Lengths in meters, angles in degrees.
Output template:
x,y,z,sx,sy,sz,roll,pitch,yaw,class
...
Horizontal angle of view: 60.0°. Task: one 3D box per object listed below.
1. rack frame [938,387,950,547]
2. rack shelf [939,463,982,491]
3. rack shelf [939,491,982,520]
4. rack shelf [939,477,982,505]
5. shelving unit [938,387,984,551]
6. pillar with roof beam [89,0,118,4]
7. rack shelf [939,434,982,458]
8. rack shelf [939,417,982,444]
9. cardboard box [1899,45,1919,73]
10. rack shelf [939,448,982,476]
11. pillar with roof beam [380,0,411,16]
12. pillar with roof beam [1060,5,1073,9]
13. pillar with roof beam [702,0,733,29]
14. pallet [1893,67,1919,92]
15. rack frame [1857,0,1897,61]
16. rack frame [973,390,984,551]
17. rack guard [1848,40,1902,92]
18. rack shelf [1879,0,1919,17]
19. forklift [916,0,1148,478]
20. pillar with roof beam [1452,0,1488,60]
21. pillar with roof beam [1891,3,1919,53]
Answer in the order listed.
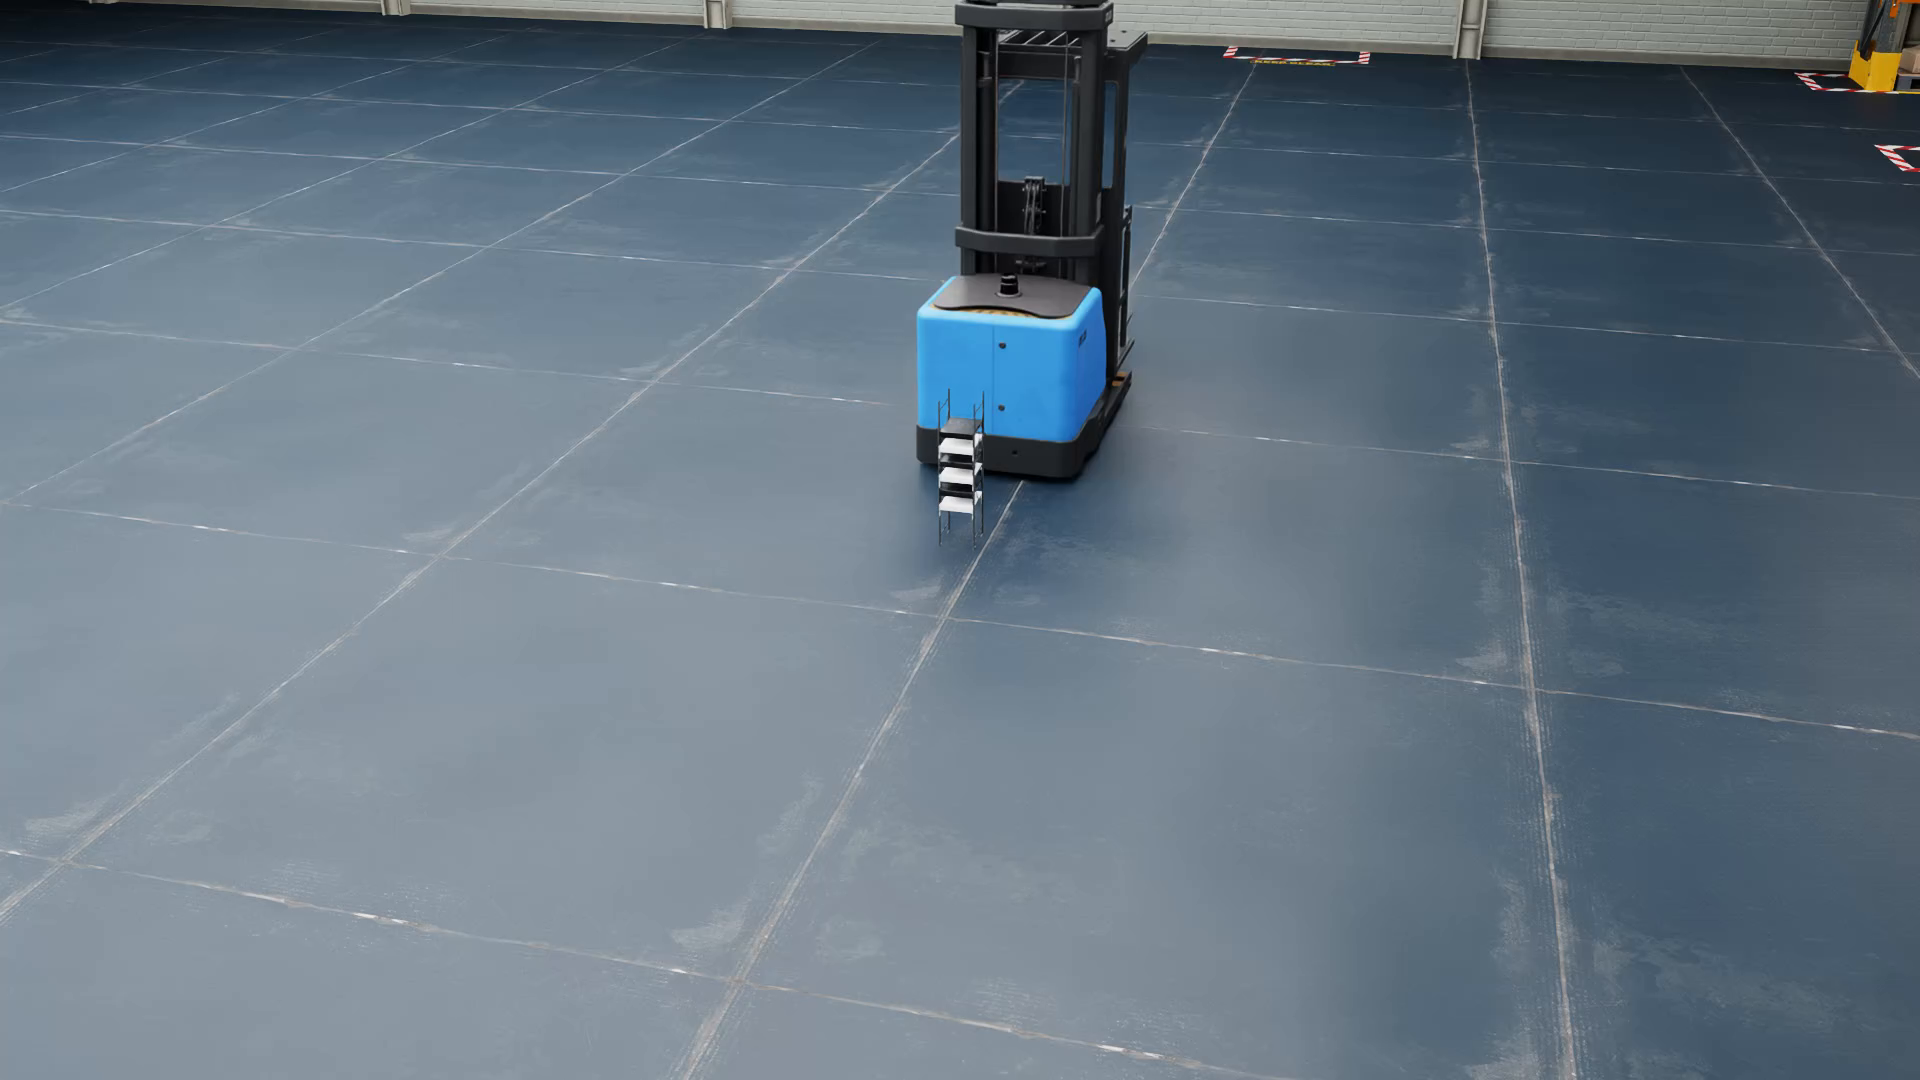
x,y,z,sx,sy,sz,roll,pitch,yaw,class
-0.091,-0.416,9.578,0.006,0.900,0.240,6,26,13,rack frame
0.008,-0.375,9.569,0.200,0.077,0.258,6,26,13,rack shelf
0.008,-0.213,9.646,0.200,0.077,0.258,6,26,13,rack shelf
0.008,-0.294,9.608,0.200,0.077,0.258,6,26,13,rack shelf
0.008,-0.405,9.555,0.210,0.900,0.258,6,26,13,shelving unit
-16.710,-12.092,24.680,0.400,9.000,9.100,6,26,13,pillar with roof beam
0.008,-0.538,9.492,0.200,0.077,0.258,6,26,13,rack shelf
0.008,-0.619,9.453,0.200,0.077,0.258,6,26,13,rack shelf
13.172,-6.552,22.638,0.500,0.311,0.500,3,26,7,cardboard box
0.008,-0.457,9.530,0.200,0.077,0.258,6,26,13,rack shelf
-10.899,-11.450,23.331,0.400,9.000,9.100,6,26,13,pillar with roof beam
0.723,-10.165,20.633,0.400,9.000,9.100,6,26,13,pillar with roof beam
-5.088,-10.807,21.982,0.400,9.000,9.100,6,26,13,pillar with roof beam
13.375,-6.310,22.758,1.213,0.211,1.003,6,26,13,pallet
12.524,-7.679,22.389,0.127,3.000,1.000,6,26,13,rack frame
0.106,-0.395,9.532,0.006,0.900,0.240,6,26,13,rack frame
12.597,-6.542,22.909,0.348,0.500,1.175,6,26,13,rack guard
14.461,-7.140,22.094,4.000,0.370,1.077,6,26,13,rack shelf
0.608,-2.324,11.221,1.130,2.935,3.031,7,26,14,forklift
6.534,-9.523,19.283,0.400,9.000,9.100,6,26,13,pillar with roof beam
12.345,-8.880,17.934,0.400,9.000,9.100,6,26,13,pillar with roof beam
